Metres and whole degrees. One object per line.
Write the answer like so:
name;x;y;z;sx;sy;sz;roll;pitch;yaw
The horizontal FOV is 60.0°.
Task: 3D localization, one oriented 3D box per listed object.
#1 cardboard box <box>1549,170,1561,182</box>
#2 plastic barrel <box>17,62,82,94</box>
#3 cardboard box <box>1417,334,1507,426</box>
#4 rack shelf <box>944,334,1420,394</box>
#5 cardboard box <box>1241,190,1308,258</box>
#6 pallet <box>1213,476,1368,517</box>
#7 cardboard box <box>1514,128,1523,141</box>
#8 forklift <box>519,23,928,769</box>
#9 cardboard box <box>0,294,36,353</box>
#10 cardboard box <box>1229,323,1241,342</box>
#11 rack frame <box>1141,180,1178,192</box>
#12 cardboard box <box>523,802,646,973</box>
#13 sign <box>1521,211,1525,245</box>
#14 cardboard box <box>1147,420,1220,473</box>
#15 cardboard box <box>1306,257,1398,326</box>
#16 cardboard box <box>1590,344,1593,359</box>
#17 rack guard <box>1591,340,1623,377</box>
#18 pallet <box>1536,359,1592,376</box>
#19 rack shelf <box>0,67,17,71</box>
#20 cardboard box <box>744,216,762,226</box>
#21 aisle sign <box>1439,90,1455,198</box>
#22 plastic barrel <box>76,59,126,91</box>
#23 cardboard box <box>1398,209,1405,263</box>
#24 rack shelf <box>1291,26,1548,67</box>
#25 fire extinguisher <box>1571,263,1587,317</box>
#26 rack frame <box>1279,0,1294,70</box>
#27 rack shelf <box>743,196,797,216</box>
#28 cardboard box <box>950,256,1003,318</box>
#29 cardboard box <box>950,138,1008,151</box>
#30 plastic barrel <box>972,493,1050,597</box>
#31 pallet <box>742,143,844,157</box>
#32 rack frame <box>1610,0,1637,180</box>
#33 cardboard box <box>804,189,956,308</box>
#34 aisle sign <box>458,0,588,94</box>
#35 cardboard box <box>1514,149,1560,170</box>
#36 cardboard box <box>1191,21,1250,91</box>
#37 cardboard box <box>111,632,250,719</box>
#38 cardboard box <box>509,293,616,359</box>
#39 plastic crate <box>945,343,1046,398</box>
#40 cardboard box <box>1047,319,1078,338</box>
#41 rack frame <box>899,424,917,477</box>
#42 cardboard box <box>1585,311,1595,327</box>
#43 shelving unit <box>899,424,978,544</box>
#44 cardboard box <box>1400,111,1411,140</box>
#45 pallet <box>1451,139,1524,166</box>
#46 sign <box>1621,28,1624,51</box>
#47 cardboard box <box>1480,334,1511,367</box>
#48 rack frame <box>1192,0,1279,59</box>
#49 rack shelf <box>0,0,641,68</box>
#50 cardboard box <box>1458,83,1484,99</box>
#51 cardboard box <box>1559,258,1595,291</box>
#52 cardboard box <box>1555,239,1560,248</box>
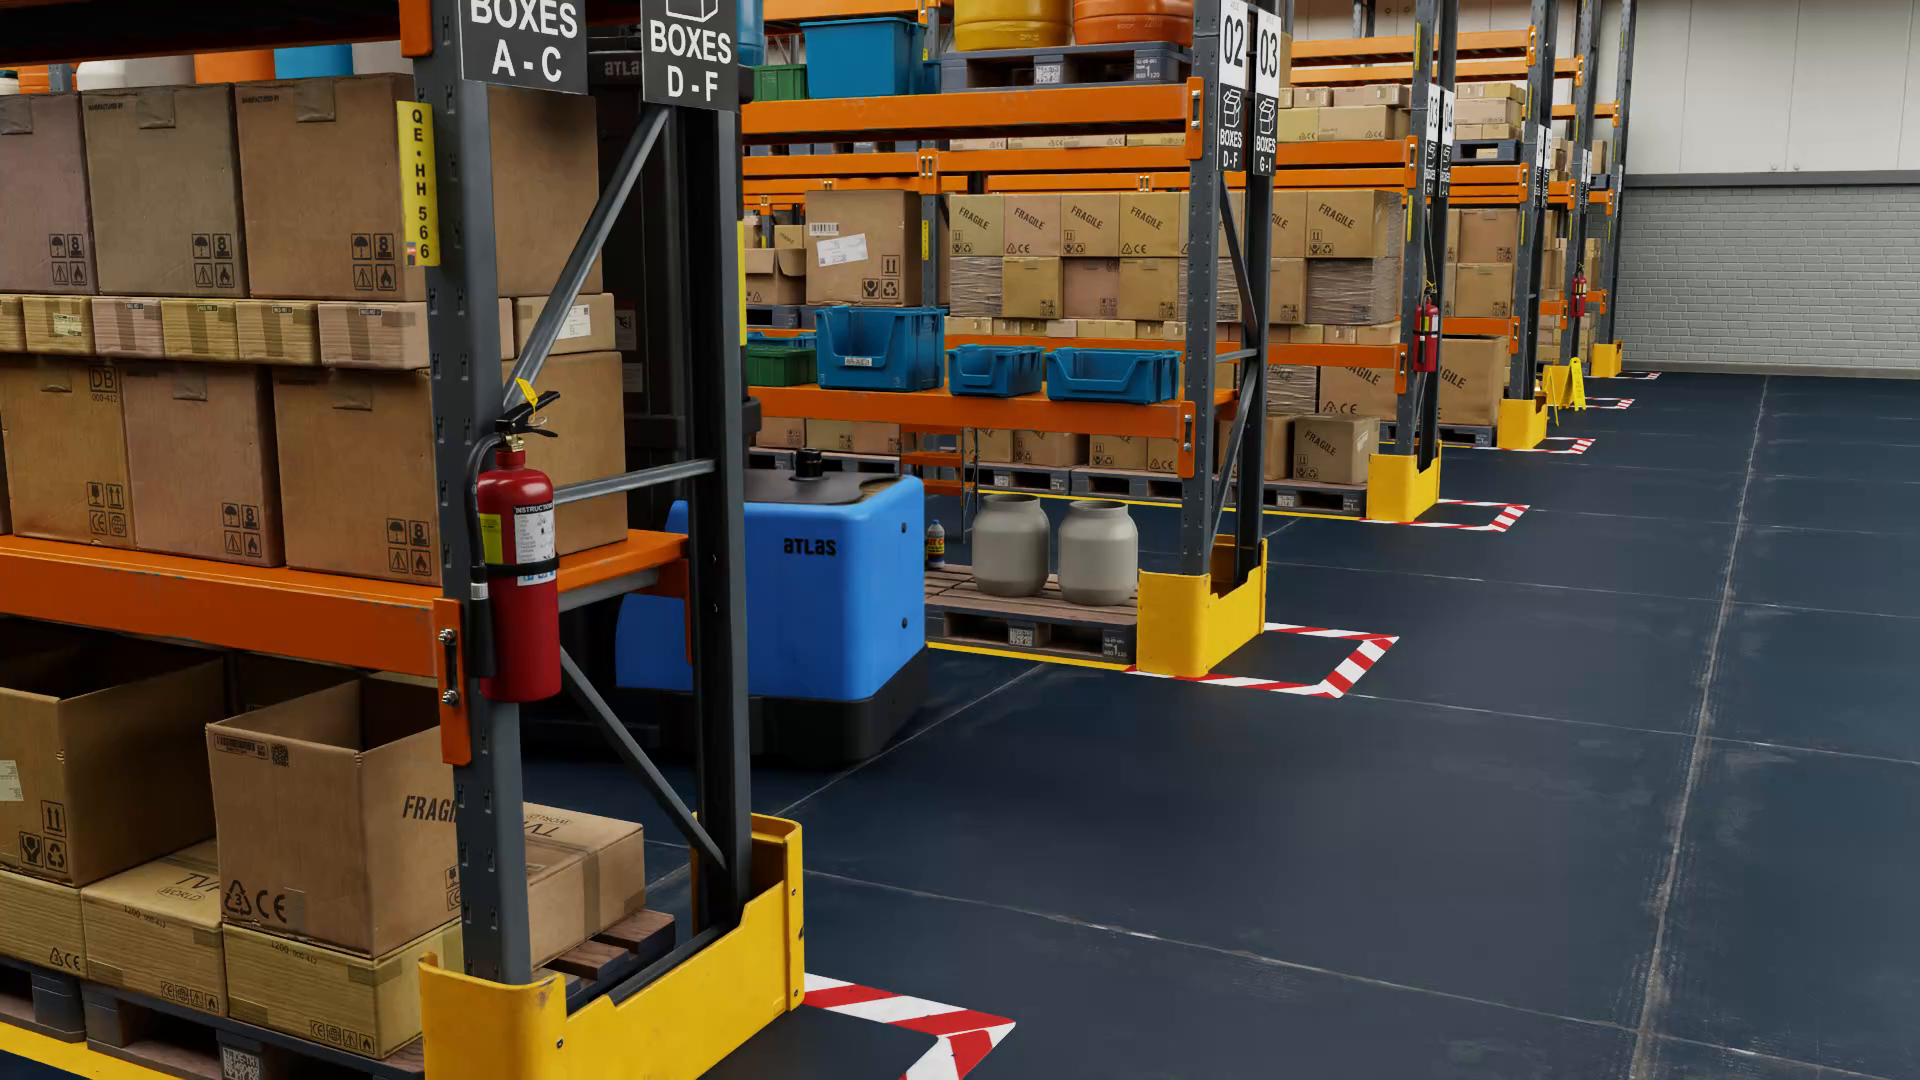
cardboard box;7.481;-4.623;21.132;0.250;0.149;0.380;5;11;26
plastic barrel;-6.333;-3.483;11.743;0.708;0.830;0.600;5;11;26
cardboard box;5.188;-1.692;17.445;0.875;0.875;0.875;5;11;26
rack shelf;1.747;-1.508;13.658;4.000;0.370;1.077;5;11;26
cardboard box;2.487;-2.434;12.833;0.500;0.500;0.500;5;11;26
pallet;2.759;-0.408;13.390;1.213;0.211;1.003;5;11;26
cardboard box;5.660;-4.175;17.198;0.250;0.149;0.380;5;11;26
forklift;-1.715;-0.652;7.103;3.031;2.935;1.130;2;11;13
cardboard box;-2.435;-0.592;4.477;0.250;0.149;0.380;5;12;27
cardboard box;2.299;-1.650;13.129;0.250;0.149;0.380;5;11;26
rack frame;2.238;-2.804;18.798;0.127;3.000;1.000;5;11;26
cardboard box;-1.229;0.946;4.621;0.500;0.250;0.500;5;11;26
sign;5.573;-3.089;16.459;0.005;0.325;0.100;5;11;26
cardboard box;1.883;-0.827;13.715;0.500;0.500;0.500;6;12;31
cardboard box;3.059;-1.947;12.952;0.500;0.500;0.875;5;11;26
cardboard box;9.764;-3.003;26.444;0.500;0.250;0.500;5;11;26
rack guard;10.139;-2.848;26.063;0.348;0.500;1.175;5;11;26
pallet;9.414;-2.761;26.395;1.213;0.211;1.003;5;11;26
rack shelf;-9.015;-5.209;18.385;4.000;0.370;1.077;5;11;26
cardboard box;-3.253;-5.066;26.391;0.250;0.149;0.380;5;11;25
aisle sign;3.728;-3.026;12.730;0.004;0.787;0.394;5;11;26
plastic barrel;-5.683;-3.001;11.153;0.421;0.512;0.421;0;10;0
cardboard box;4.534;-3.223;17.664;0.550;0.550;0.875;5;11;26
rack shelf;4.032;-5.047;17.493;4.000;0.370;1.077;5;11;26
fire extinguisher;7.824;-3.166;21.019;0.183;0.674;0.296;5;11;26
rack frame;4.338;-6.554;22.676;0.127;3.000;1.000;5;11;26
rack shelf;-4.630;-5.512;27.361;4.000;0.370;1.077;5;11;26
cardboard box;0.329;-2.170;14.179;0.500;0.500;0.875;5;11;26
cardboard box;0.243;-3.345;13.789;0.500;0.250;0.500;5;11;24
plastic barrel;0.275;0.025;8.974;0.421;0.512;0.421;0;10;0
pallet;-1.485;-3.550;15.026;1.003;0.211;1.213;5;11;26
rack frame;10.118;-7.032;25.316;0.127;3.000;1.000;5;11;26
cardboard box;-0.698;-2.606;14.844;1.000;1.000;1.000;5;11;26
aisle sign;-0.918;-1.349;3.464;0.004;0.787;0.394;5;11;26
cardboard box;7.347;-4.833;21.173;0.500;0.250;0.500;5;11;25
cardboard box;2.038;-3.703;12.828;0.500;0.500;0.500;5;11;26
cardboard box;-2.132;0.501;4.976;0.500;0.500;0.500;5;11;26
cardboard box;-1.103;-0.556;4.278;0.250;0.149;0.380;5;11;25
plastic crate;0.187;-0.884;8.608;0.408;0.251;0.499;5;11;26
cardboard box;0.902;-1.749;13.678;0.250;0.149;0.380;5;11;26
rack frame;-0.367;-0.623;11.802;0.015;1.200;0.240;5;11;26
cardboard box;9.771;-3.494;26.345;0.500;0.250;0.500;5;11;25
shelving unit;-0.148;-0.603;11.695;0.503;1.200;0.258;5;11;26
cardboard box;3.222;-3.186;12.908;0.500;0.250;0.500;5;12;28
pallet;5.155;-3.978;17.111;1.213;0.211;1.003;5;11;26
sign;9.865;-7.445;24.753;0.005;0.325;0.100;5;11;26
cardboard box;7.091;-2.531;21.728;0.500;0.500;0.500;5;11;26
rack frame;1.349;-3.865;7.819;0.127;3.000;1.000;5;11;26
rack shelf;-2.640;-1.402;4.651;4.000;0.370;1.077;5;11;26
cardboard box;5.150;-4.481;16.652;0.250;0.149;0.380;5;11;26
cardboard box;9.560;-4.126;25.824;0.500;0.500;0.500;5;11;25
cardboard box;9.222;-4.620;25.897;0.250;0.149;0.380;5;12;27
